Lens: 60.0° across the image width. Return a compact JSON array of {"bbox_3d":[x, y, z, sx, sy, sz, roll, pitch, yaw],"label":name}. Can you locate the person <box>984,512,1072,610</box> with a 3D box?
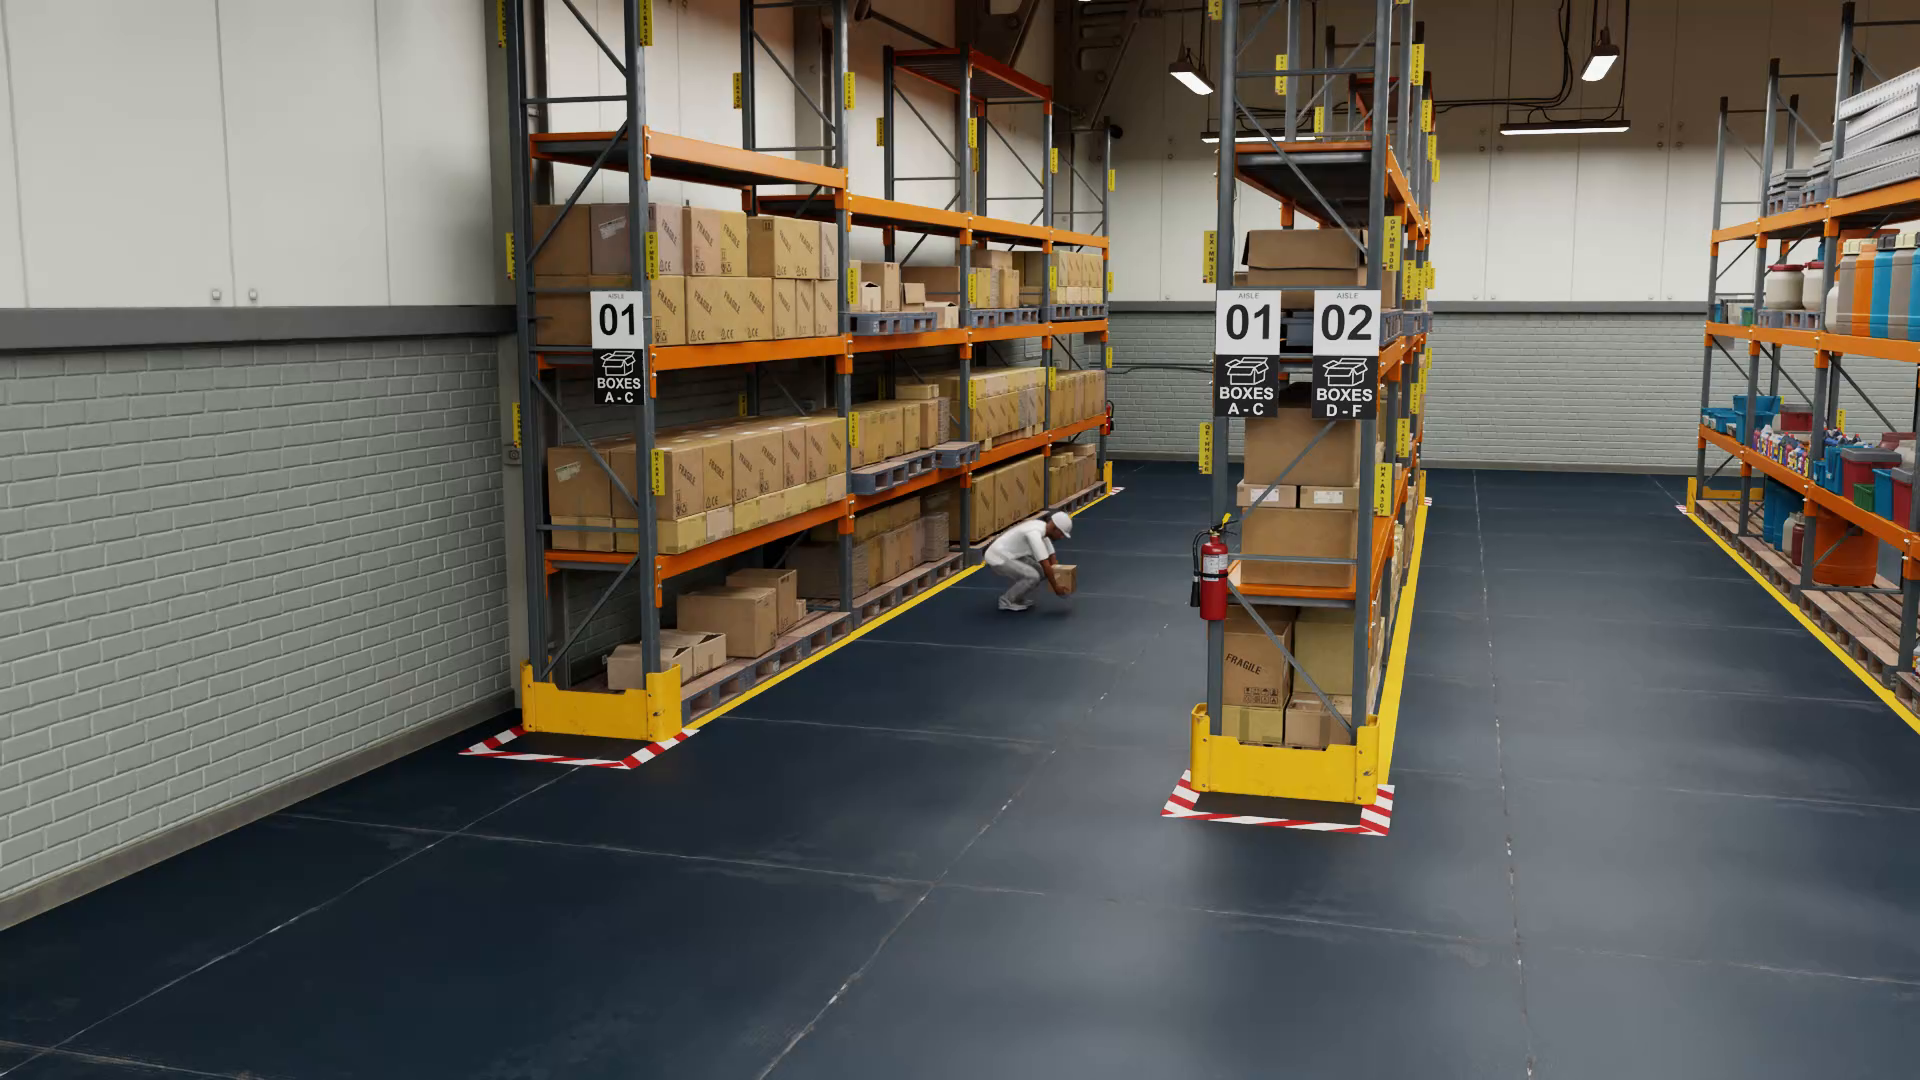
[{"bbox_3d":[0.722,0.207,16.990,0.904,1.007,0.538,2,9,15],"label":"person"}]
